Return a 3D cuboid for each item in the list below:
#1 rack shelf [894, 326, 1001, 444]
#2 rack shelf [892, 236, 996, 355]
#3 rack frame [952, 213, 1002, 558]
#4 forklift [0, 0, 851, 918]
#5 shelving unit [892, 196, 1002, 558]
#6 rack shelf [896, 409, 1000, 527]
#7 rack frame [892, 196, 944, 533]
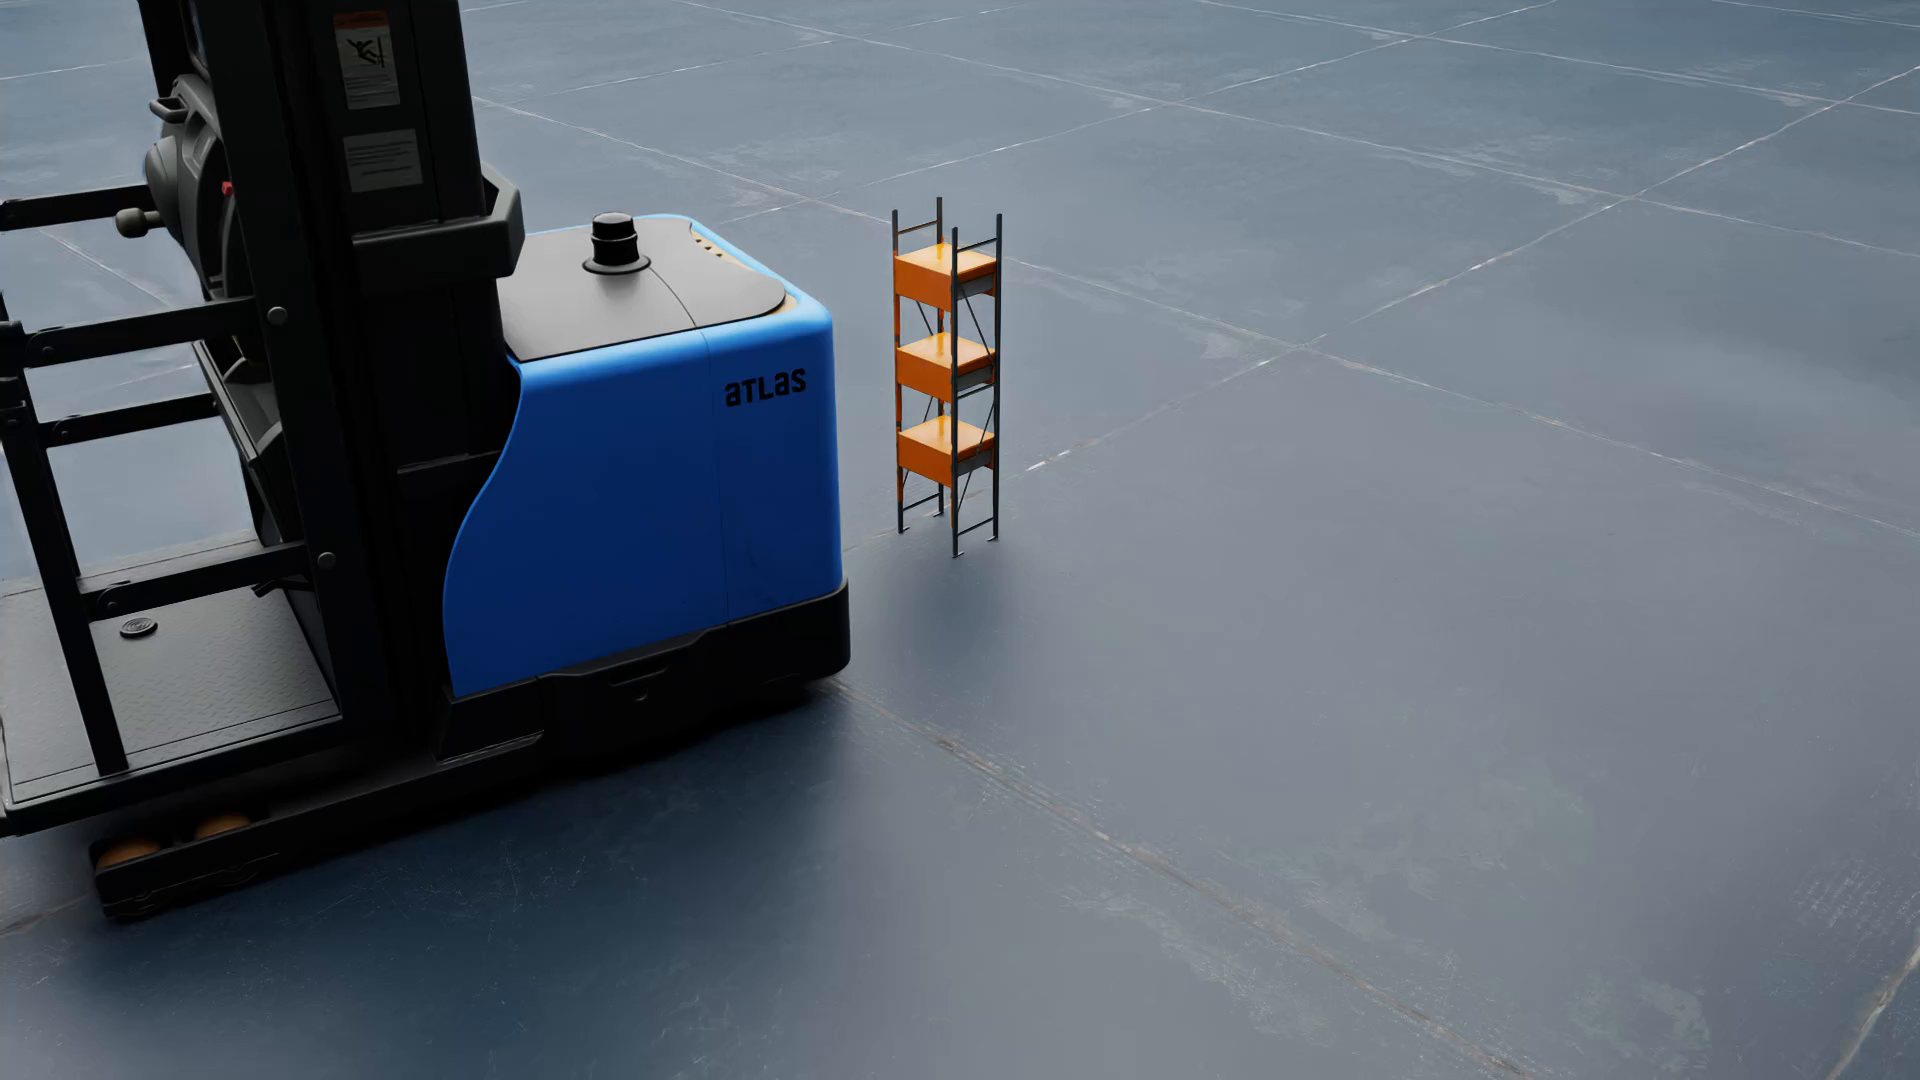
[{"bbox_3d":[-0.038,-0.473,5.044,0.240,0.259,0.215,25,36,38],"label":"rack shelf"},{"bbox_3d":[-0.038,-0.724,4.912,0.240,0.259,0.215,25,36,38],"label":"rack shelf"},{"bbox_3d":[0.049,-0.442,4.963,0.008,1.050,0.200,25,36,38],"label":"rack frame"},{"bbox_3d":[-1.827,-0.750,3.528,3.031,2.935,1.130,-15,31,-27],"label":"forklift"},{"bbox_3d":[-0.038,-0.482,5.039,0.252,1.050,0.215,25,36,38],"label":"shelving unit"},{"bbox_3d":[-0.038,-0.227,5.173,0.240,0.259,0.215,25,36,38],"label":"rack shelf"},{"bbox_3d":[-0.125,-0.522,5.115,0.008,1.050,0.200,25,36,38],"label":"rack frame"}]
